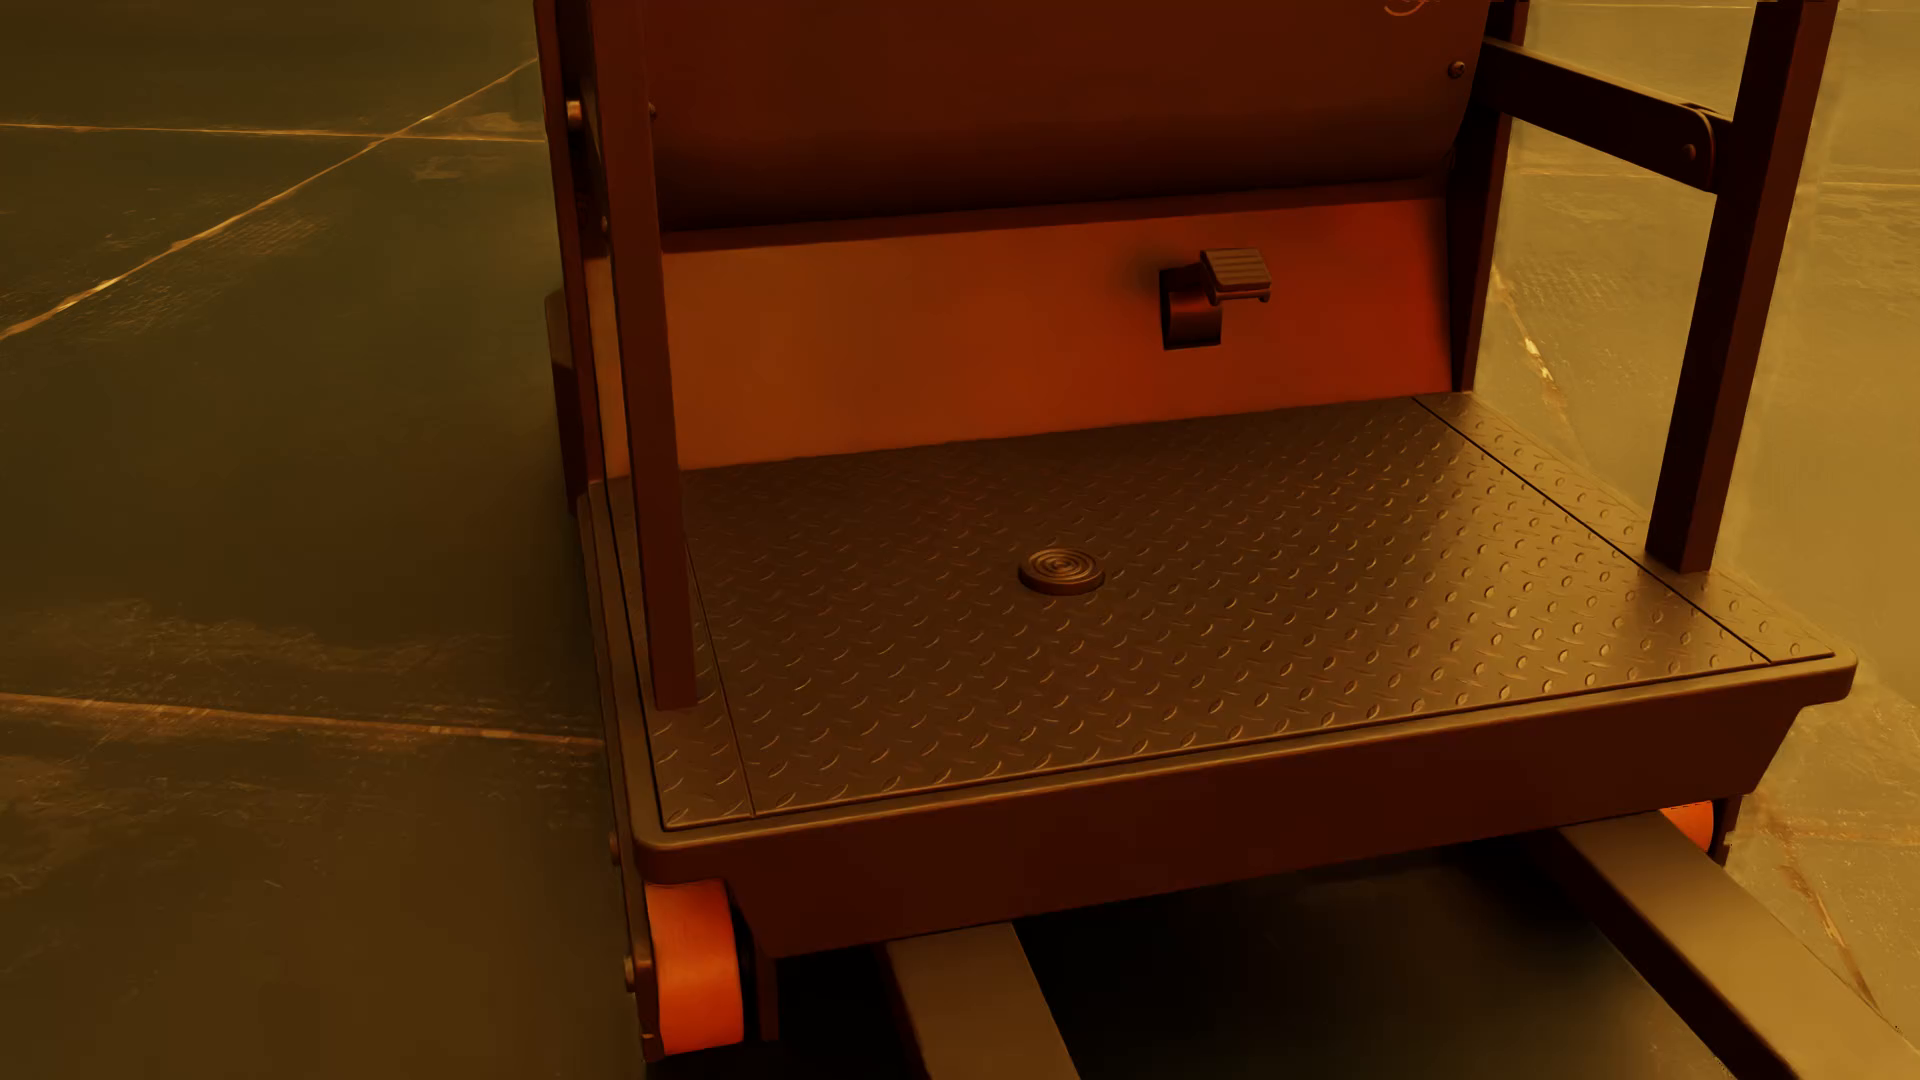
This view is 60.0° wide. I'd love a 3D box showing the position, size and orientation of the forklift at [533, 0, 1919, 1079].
[{"bbox_3d":[0.165,-1.027,1.275,1.130,2.935,3.031,-7,27,-13],"label":"forklift"}]
